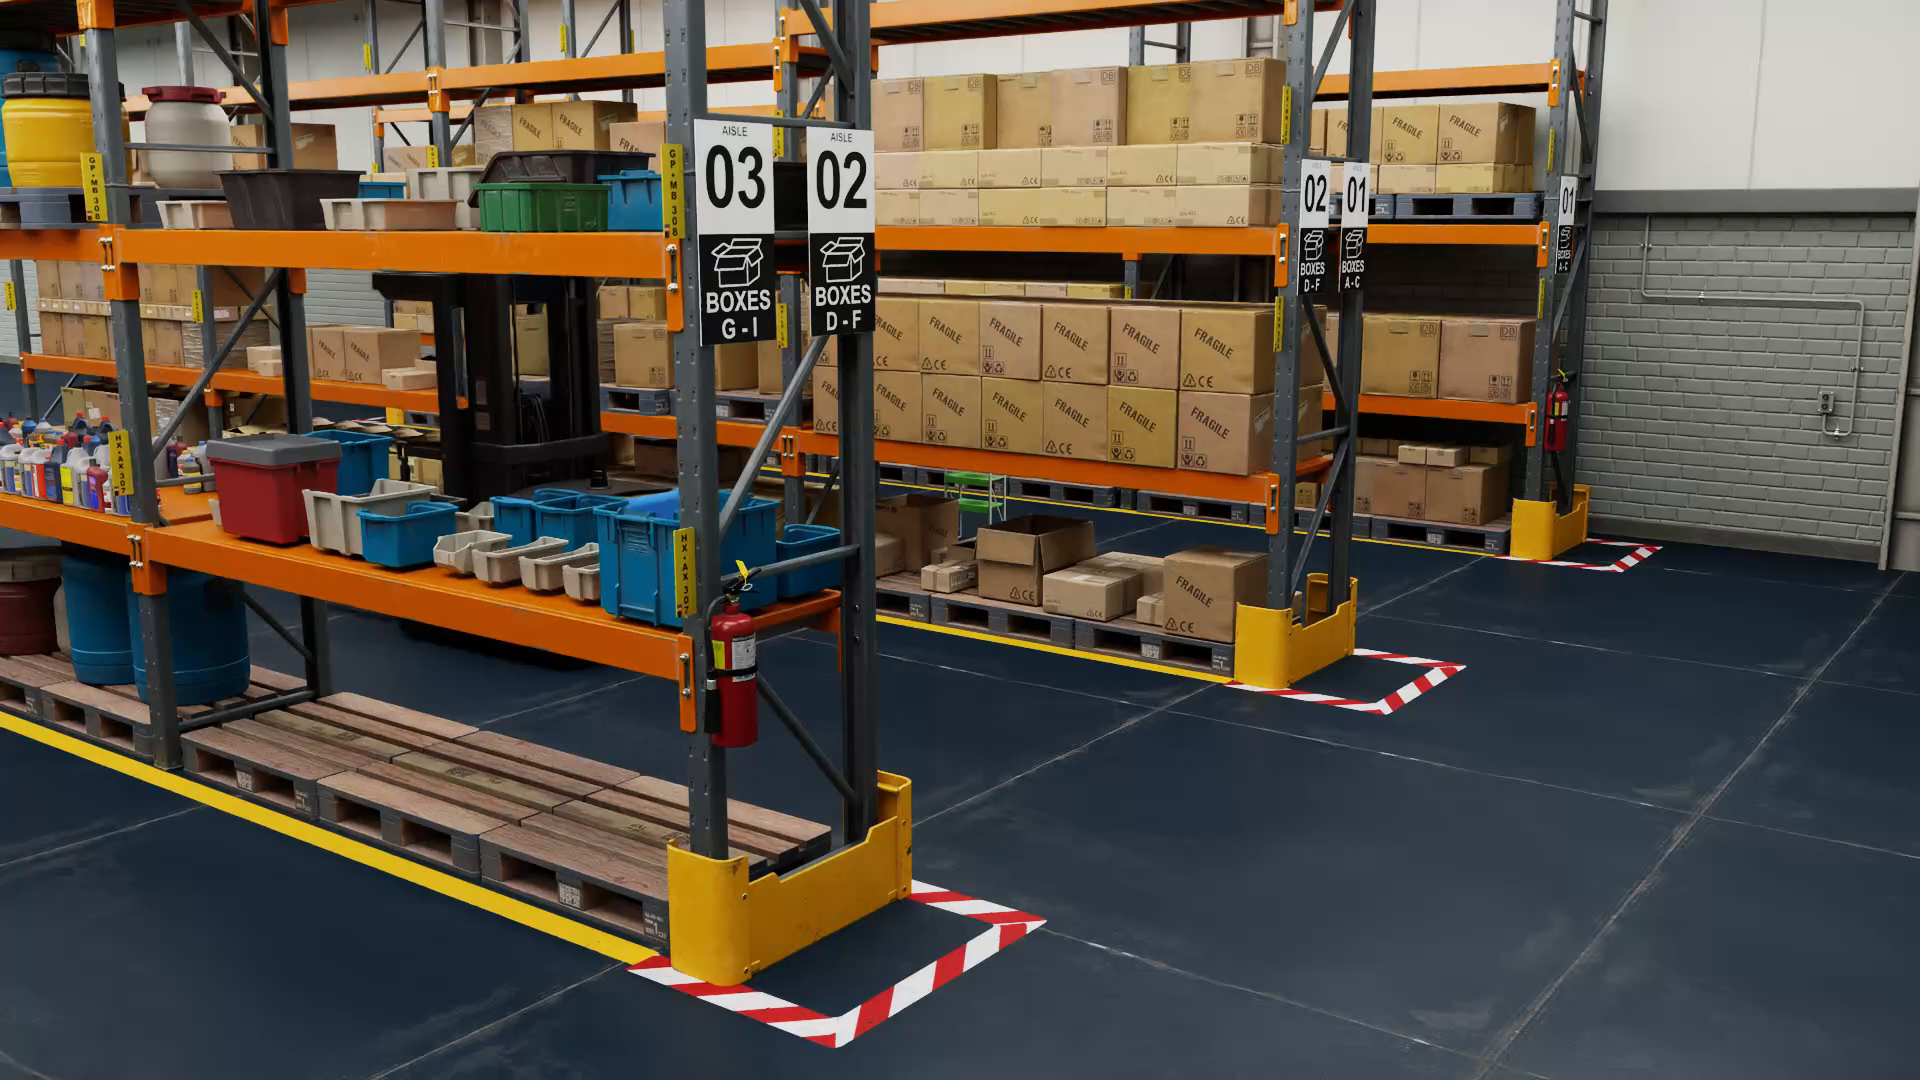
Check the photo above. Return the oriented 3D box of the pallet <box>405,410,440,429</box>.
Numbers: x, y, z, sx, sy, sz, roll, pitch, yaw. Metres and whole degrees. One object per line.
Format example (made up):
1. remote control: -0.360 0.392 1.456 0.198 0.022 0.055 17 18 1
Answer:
1. pallet: -7.030 -1.728 23.406 1.213 0.211 1.003 8 13 36

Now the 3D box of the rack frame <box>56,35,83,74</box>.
1. rack frame: -10.654 -5.389 19.193 0.127 3.000 1.000 8 13 36

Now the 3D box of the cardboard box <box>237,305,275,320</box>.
1. cardboard box: -7.532 -2.421 17.677 0.250 0.149 0.380 8 13 35

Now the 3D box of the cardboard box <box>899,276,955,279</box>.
1. cardboard box: -0.343 -2.806 18.563 0.500 0.250 0.500 7 13 34

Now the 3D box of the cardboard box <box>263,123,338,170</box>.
1. cardboard box: -6.484 -3.831 16.354 0.500 0.500 0.500 10 15 41

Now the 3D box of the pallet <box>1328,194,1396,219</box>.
1. pallet: 3.579 -3.051 15.242 1.213 0.211 1.003 8 13 36

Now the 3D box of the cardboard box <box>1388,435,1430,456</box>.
1. cardboard box: 4.157 -0.866 15.376 0.250 0.149 0.380 8 14 36

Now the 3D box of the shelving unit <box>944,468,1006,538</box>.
1. shelving unit: 0.133 -0.570 14.820 0.503 1.200 0.258 8 13 36

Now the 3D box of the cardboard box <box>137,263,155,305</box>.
1. cardboard box: -8.603 -2.842 18.143 0.500 0.500 0.700 8 13 36

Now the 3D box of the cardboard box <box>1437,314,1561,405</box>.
1. cardboard box: 4.754 -1.607 14.647 0.700 0.700 0.980 9 14 38

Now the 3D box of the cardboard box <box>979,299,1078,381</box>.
1. cardboard box: 0.478 -1.365 11.290 0.500 0.500 0.500 8 14 37

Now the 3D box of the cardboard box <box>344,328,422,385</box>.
1. cardboard box: -5.568 -1.779 16.066 0.500 0.500 0.500 7 13 33

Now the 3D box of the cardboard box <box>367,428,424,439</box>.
1. cardboard box: -5.707 -0.953 16.714 0.500 0.311 0.500 8 13 35

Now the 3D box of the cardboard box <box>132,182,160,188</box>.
1. cardboard box: -8.564 -3.712 17.609 0.250 0.149 0.380 8 13 36

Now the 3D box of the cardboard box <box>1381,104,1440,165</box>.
1. cardboard box: 4.023 -3.524 14.504 0.500 0.500 0.500 8 14 37

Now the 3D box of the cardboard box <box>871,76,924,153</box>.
1. cardboard box: -0.248 -2.980 11.745 0.500 0.500 0.700 8 13 36

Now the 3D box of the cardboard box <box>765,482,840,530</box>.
1. cardboard box: -1.228 -0.175 13.459 0.500 0.500 0.500 7 13 33

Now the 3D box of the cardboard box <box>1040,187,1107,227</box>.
1. cardboard box: 0.865 -2.173 10.863 0.500 0.250 0.500 8 13 36

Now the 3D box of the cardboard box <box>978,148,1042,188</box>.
1. cardboard box: 0.466 -2.476 11.112 0.500 0.250 0.500 8 13 36

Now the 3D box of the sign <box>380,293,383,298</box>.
1. sign: -8.046 -3.544 23.173 0.005 0.325 0.100 8 13 36

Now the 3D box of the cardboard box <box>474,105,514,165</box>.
1. cardboard box: -3.858 -3.507 14.466 0.500 0.500 0.500 8 13 36

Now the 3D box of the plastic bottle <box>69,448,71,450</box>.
1. plastic bottle: -5.068 -0.387 9.472 0.097 0.271 0.097 0 11 0

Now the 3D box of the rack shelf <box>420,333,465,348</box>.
1. rack shelf: -6.113 -2.624 22.591 4.000 0.370 1.077 8 13 36

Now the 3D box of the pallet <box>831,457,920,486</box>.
1. pallet: -0.686 -0.834 18.783 1.213 0.211 1.003 8 13 36

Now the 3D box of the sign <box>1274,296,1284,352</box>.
1. sign: 1.897 -1.286 9.897 0.005 0.325 0.100 8 13 36

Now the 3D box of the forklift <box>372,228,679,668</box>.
1. forklift: -3.286 -0.818 11.541 3.031 2.935 1.130 8 13 35

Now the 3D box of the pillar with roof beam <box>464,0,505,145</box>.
1. pillar with roof beam: -9.197 -5.542 19.986 0.400 9.000 9.100 8 13 36

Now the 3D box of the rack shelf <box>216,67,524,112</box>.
1. rack shelf: -5.818 -4.165 15.812 4.000 0.370 1.077 8 13 36

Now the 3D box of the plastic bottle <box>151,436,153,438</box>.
1. plastic bottle: -4.998 -0.516 10.127 0.135 0.276 0.152 8 13 36

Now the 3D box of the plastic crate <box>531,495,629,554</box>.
1. plastic crate: -1.758 -0.060 7.726 0.300 0.233 0.416 8 13 36

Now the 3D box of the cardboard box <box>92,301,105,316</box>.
1. cardboard box: -9.426 -2.589 18.546 0.250 0.149 0.380 8 13 35

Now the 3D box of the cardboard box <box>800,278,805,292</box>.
1. cardboard box: -1.841 -2.954 19.275 0.250 0.149 0.380 5 12 26

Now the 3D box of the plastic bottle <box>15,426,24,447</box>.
1. plastic bottle: -6.216 -0.656 11.045 0.097 0.201 0.097 0 11 0

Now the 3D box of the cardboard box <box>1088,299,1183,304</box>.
1. cardboard box: 1.214 -1.390 11.419 0.500 0.500 0.500 8 14 36

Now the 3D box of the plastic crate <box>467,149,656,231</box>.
1. plastic crate: -1.762 -1.543 7.373 0.767 0.338 0.504 8 13 36

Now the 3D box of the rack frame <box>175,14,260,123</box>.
1. rack frame: -7.430 -4.939 16.868 0.127 3.000 1.000 8 13 36

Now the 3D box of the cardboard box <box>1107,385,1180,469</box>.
1. cardboard box: 1.300 -0.760 10.799 0.500 0.500 0.500 8 14 36

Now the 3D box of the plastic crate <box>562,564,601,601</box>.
1. plastic crate: -1.457 0.149 6.897 0.243 0.136 0.396 8 13 36

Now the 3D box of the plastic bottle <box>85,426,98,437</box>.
1. plastic bottle: -5.421 -0.575 10.412 0.133 0.283 0.061 8 13 36

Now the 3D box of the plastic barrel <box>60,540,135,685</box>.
1. plastic barrel: -4.916 0.344 9.772 0.708 0.901 0.600 8 13 36

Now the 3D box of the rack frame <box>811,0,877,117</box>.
1. rack frame: -1.277 -5.248 18.466 0.127 3.000 1.000 8 13 36

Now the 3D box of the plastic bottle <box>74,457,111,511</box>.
1. plastic bottle: -4.720 -0.311 9.069 0.135 0.276 0.152 8 13 36

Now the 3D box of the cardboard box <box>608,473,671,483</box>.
1. cardboard box: -2.758 -0.265 13.924 0.500 0.500 0.500 7 13 34

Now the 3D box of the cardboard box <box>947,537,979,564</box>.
1. cardboard box: 0.250 0.115 12.460 0.500 0.311 0.500 8 13 36

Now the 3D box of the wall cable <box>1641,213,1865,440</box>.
1. wall cable: 6.763 -1.903 14.295 1.851 1.984 0.084 8 13 36

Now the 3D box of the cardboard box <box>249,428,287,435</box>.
1. cardboard box: -6.844 -0.984 16.874 0.500 0.311 0.500 8 13 35

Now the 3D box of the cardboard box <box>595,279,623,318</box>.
1. cardboard box: -4.756 -3.142 21.740 0.500 0.500 0.500 8 13 34

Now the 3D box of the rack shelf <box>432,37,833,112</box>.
1. rack shelf: -2.594 -3.715 13.488 4.000 0.370 1.077 8 13 36

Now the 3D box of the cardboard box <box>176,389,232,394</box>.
1. cardboard box: -8.425 -1.431 18.687 0.500 0.500 0.500 8 13 36

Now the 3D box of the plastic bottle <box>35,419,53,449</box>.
1. plastic bottle: -5.980 -0.657 10.869 0.097 0.271 0.097 0 11 0

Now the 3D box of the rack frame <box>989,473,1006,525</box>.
1. rack frame: 0.330 -0.543 14.678 0.015 1.200 0.240 8 13 36

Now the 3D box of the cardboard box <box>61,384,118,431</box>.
1. cardboard box: -9.949 -1.518 19.136 0.500 0.500 0.500 8 13 36

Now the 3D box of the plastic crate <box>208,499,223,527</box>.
1. plastic crate: -3.626 -0.162 8.507 0.243 0.136 0.396 8 13 36
